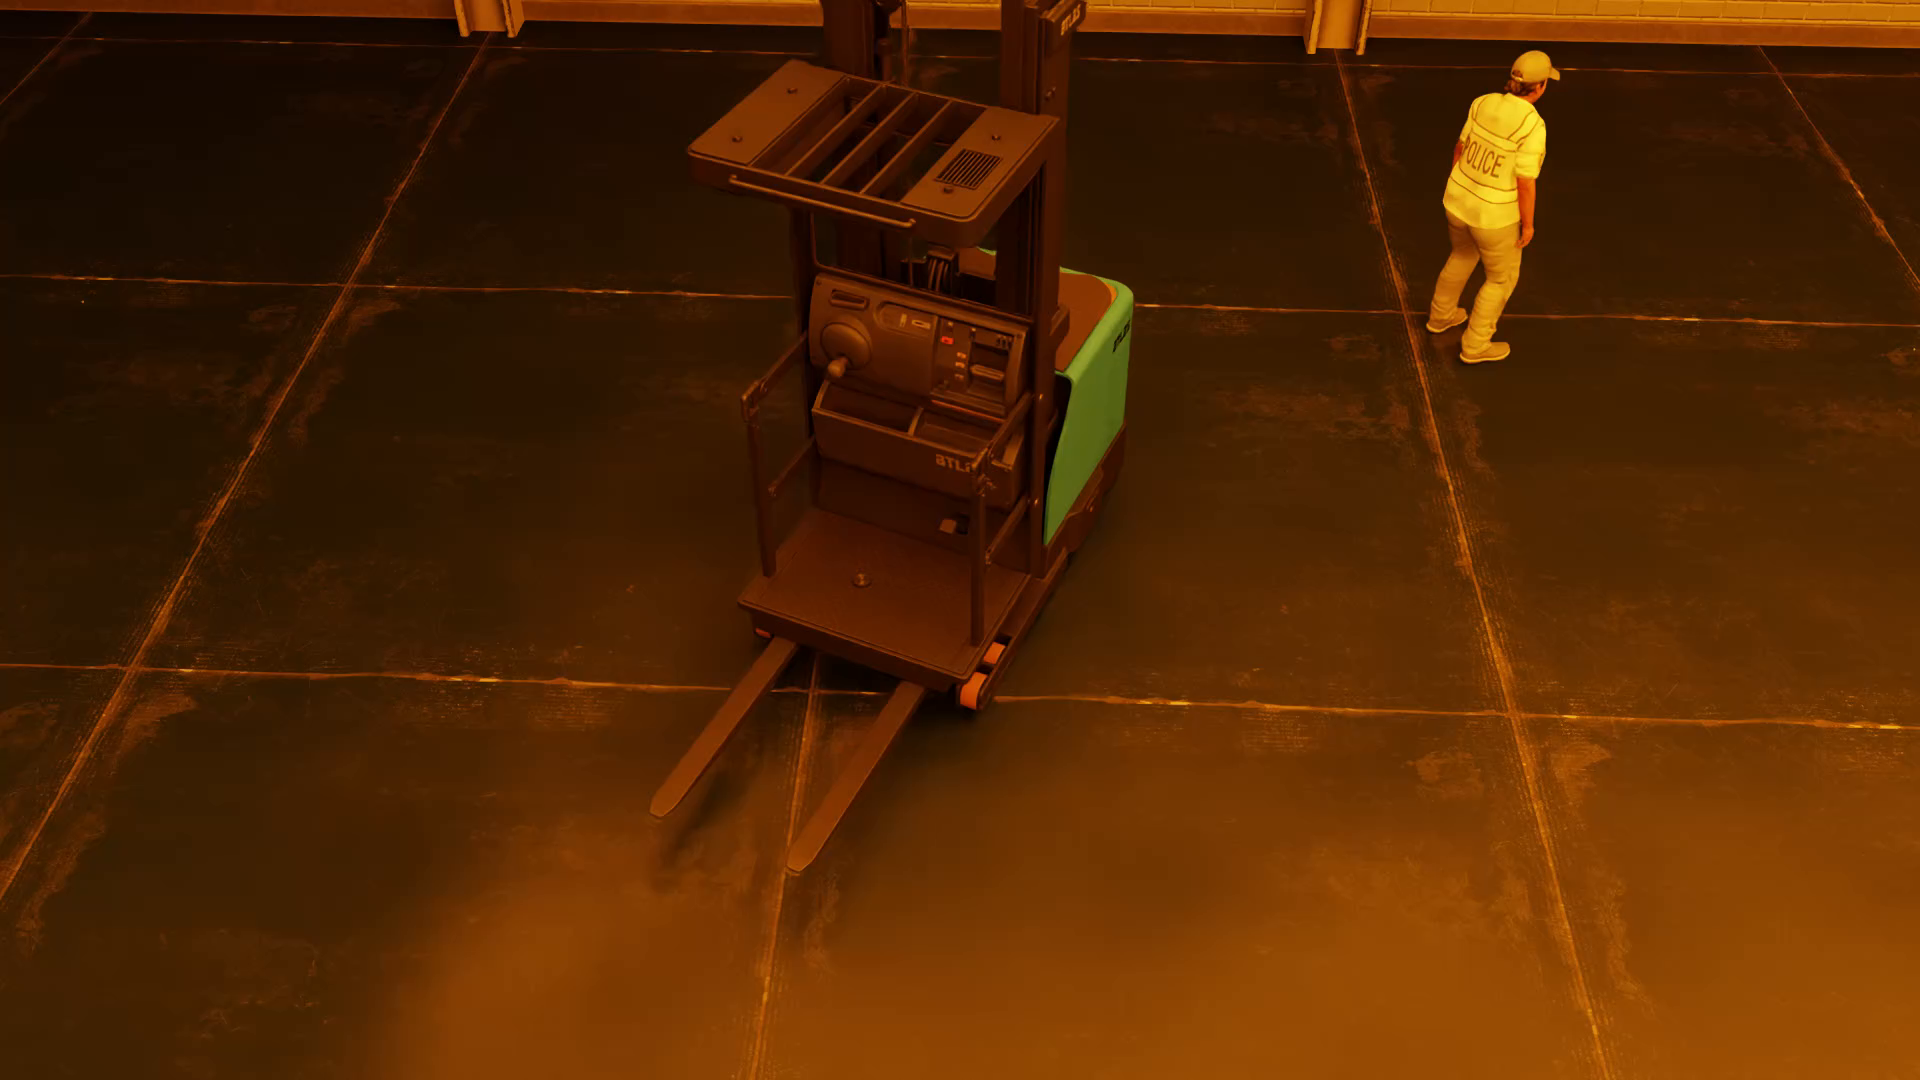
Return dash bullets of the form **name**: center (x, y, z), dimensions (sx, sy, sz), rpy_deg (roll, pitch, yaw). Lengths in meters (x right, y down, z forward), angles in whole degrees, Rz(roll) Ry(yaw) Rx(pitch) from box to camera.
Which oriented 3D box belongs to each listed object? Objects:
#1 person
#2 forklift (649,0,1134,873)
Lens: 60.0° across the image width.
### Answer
- **person**: center (2.742, -1.708, 8.560), dimensions (0.459, 1.670, 0.530), rpy_deg (-21, 47, -22)
- **forklift**: center (-0.267, -0.694, 6.502), dimensions (1.130, 2.935, 3.031), rpy_deg (17, 45, 18)
